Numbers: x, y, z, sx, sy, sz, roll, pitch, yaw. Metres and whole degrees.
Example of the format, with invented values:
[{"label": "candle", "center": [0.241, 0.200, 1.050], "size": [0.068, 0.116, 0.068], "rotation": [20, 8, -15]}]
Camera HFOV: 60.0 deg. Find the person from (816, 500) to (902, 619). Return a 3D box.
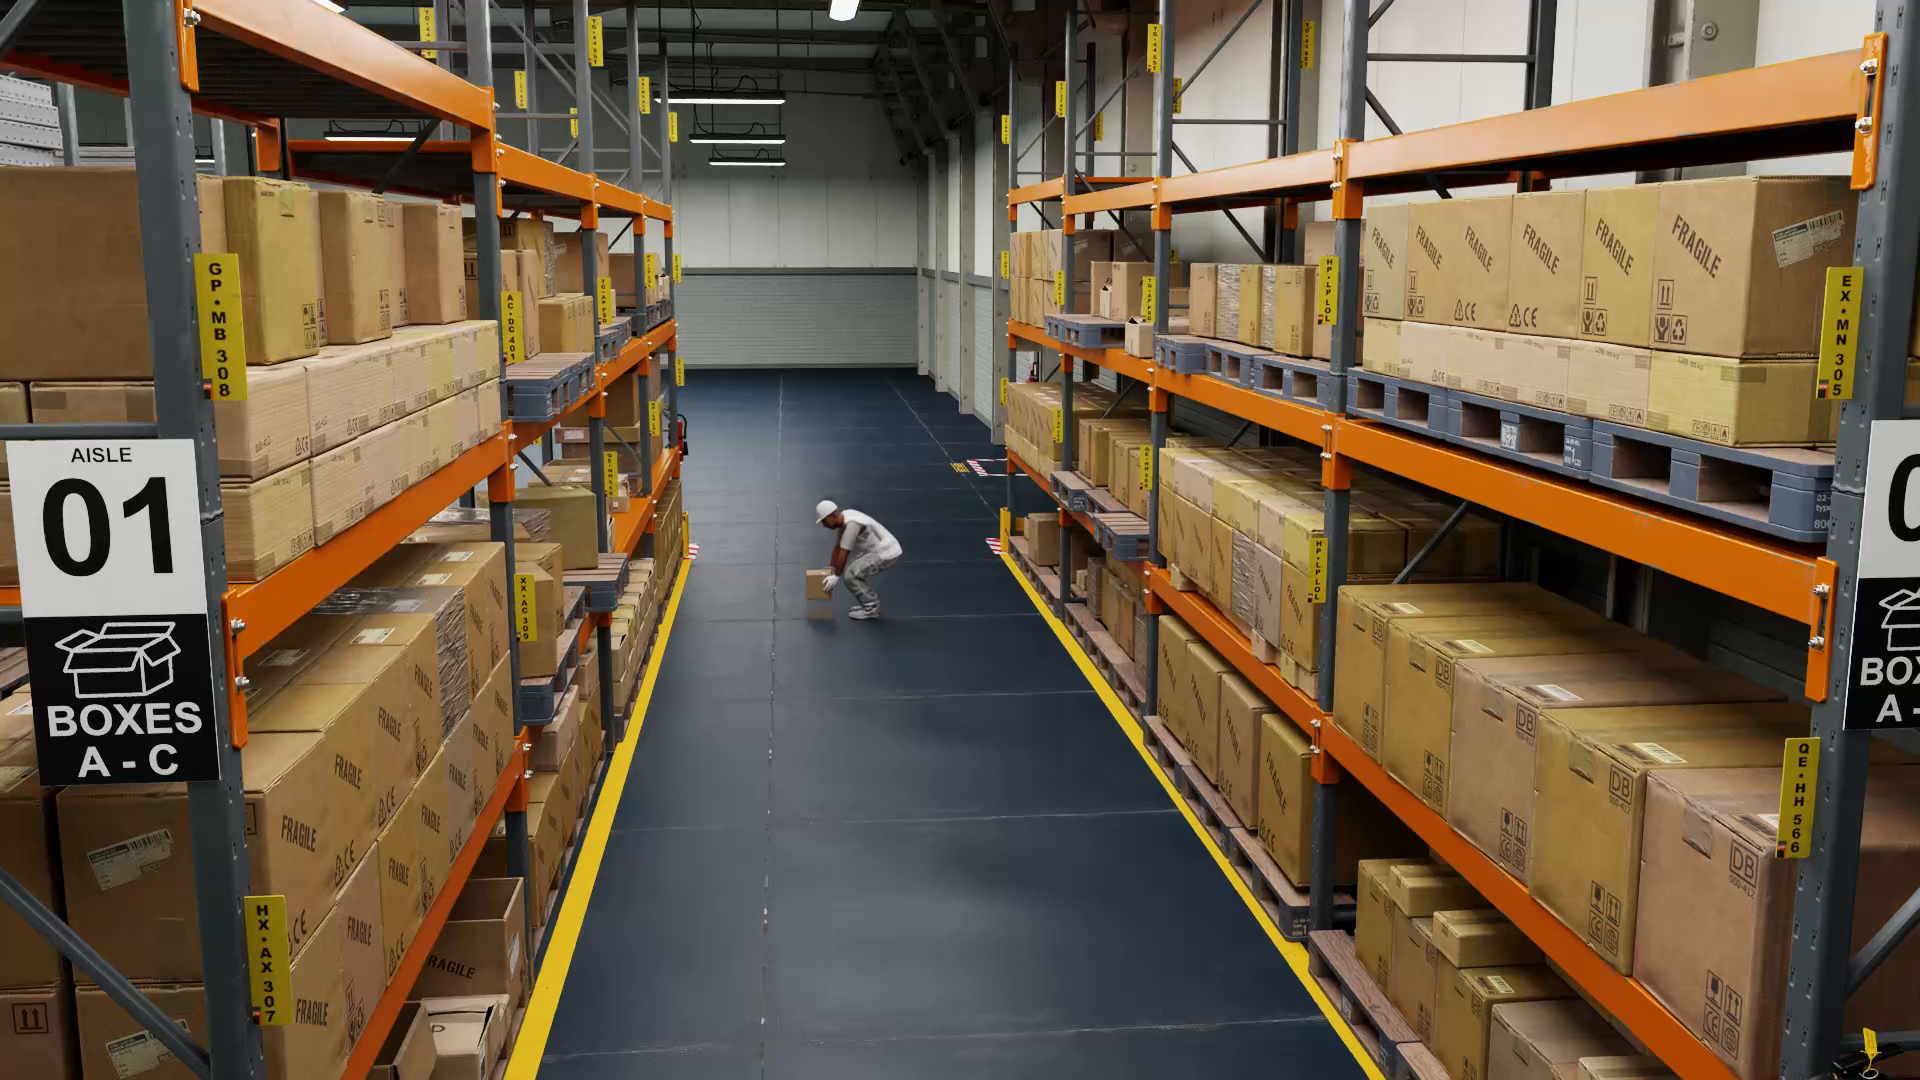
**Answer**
[{"label": "person", "center": [-1.002, 0.184, 16.543], "size": [0.853, 1.183, 0.597], "rotation": [-1, 10, -6]}]
